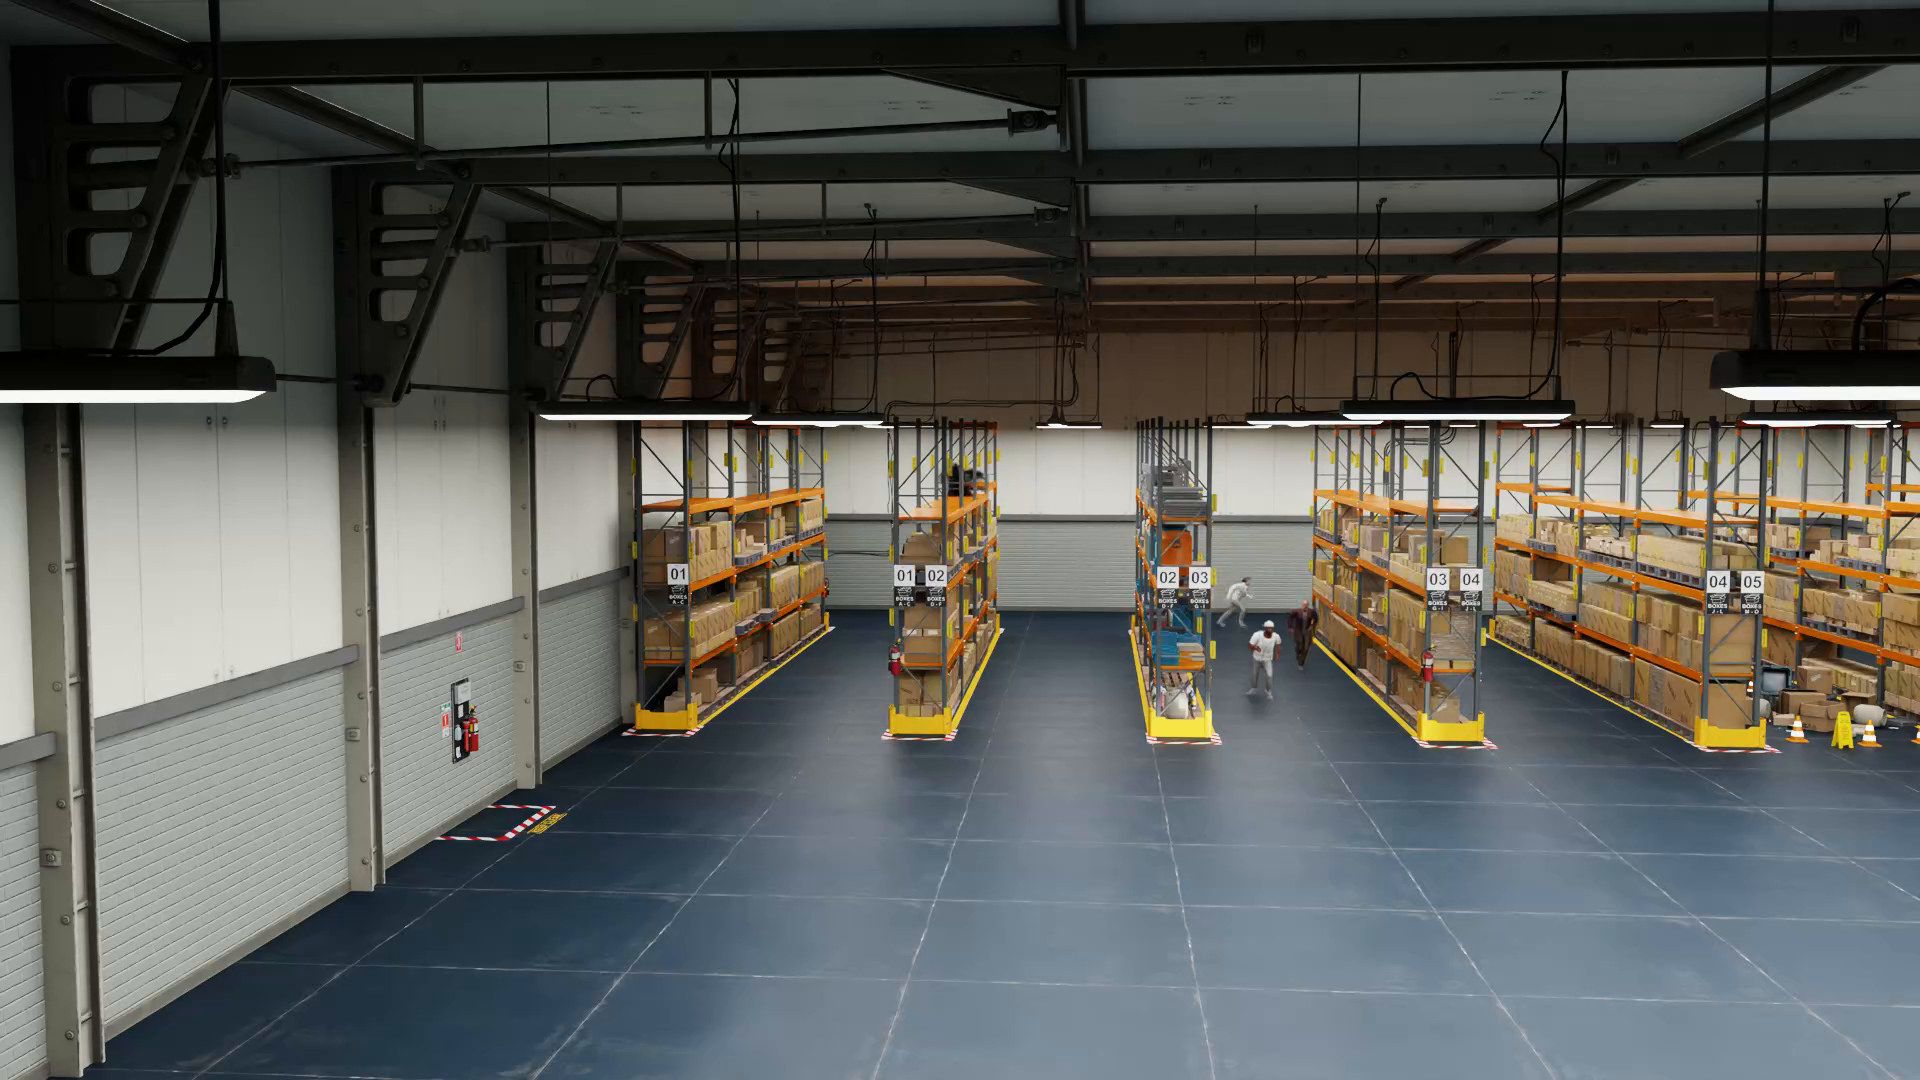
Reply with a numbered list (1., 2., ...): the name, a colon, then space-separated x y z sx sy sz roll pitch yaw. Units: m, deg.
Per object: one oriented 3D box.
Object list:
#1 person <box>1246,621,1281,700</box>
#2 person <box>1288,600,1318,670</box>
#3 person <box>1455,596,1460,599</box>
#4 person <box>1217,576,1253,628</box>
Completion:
1. person: 6.516 2.567 35.755 0.738 1.693 0.844 1 4 12
2. person: 8.254 2.274 40.040 0.690 1.710 0.792 0 4 -4
3. person: 14.154 1.820 47.054 0.604 1.657 0.657 -2 4 -27
4. person: 8.030 1.795 48.487 1.049 1.496 0.607 2 4 25
